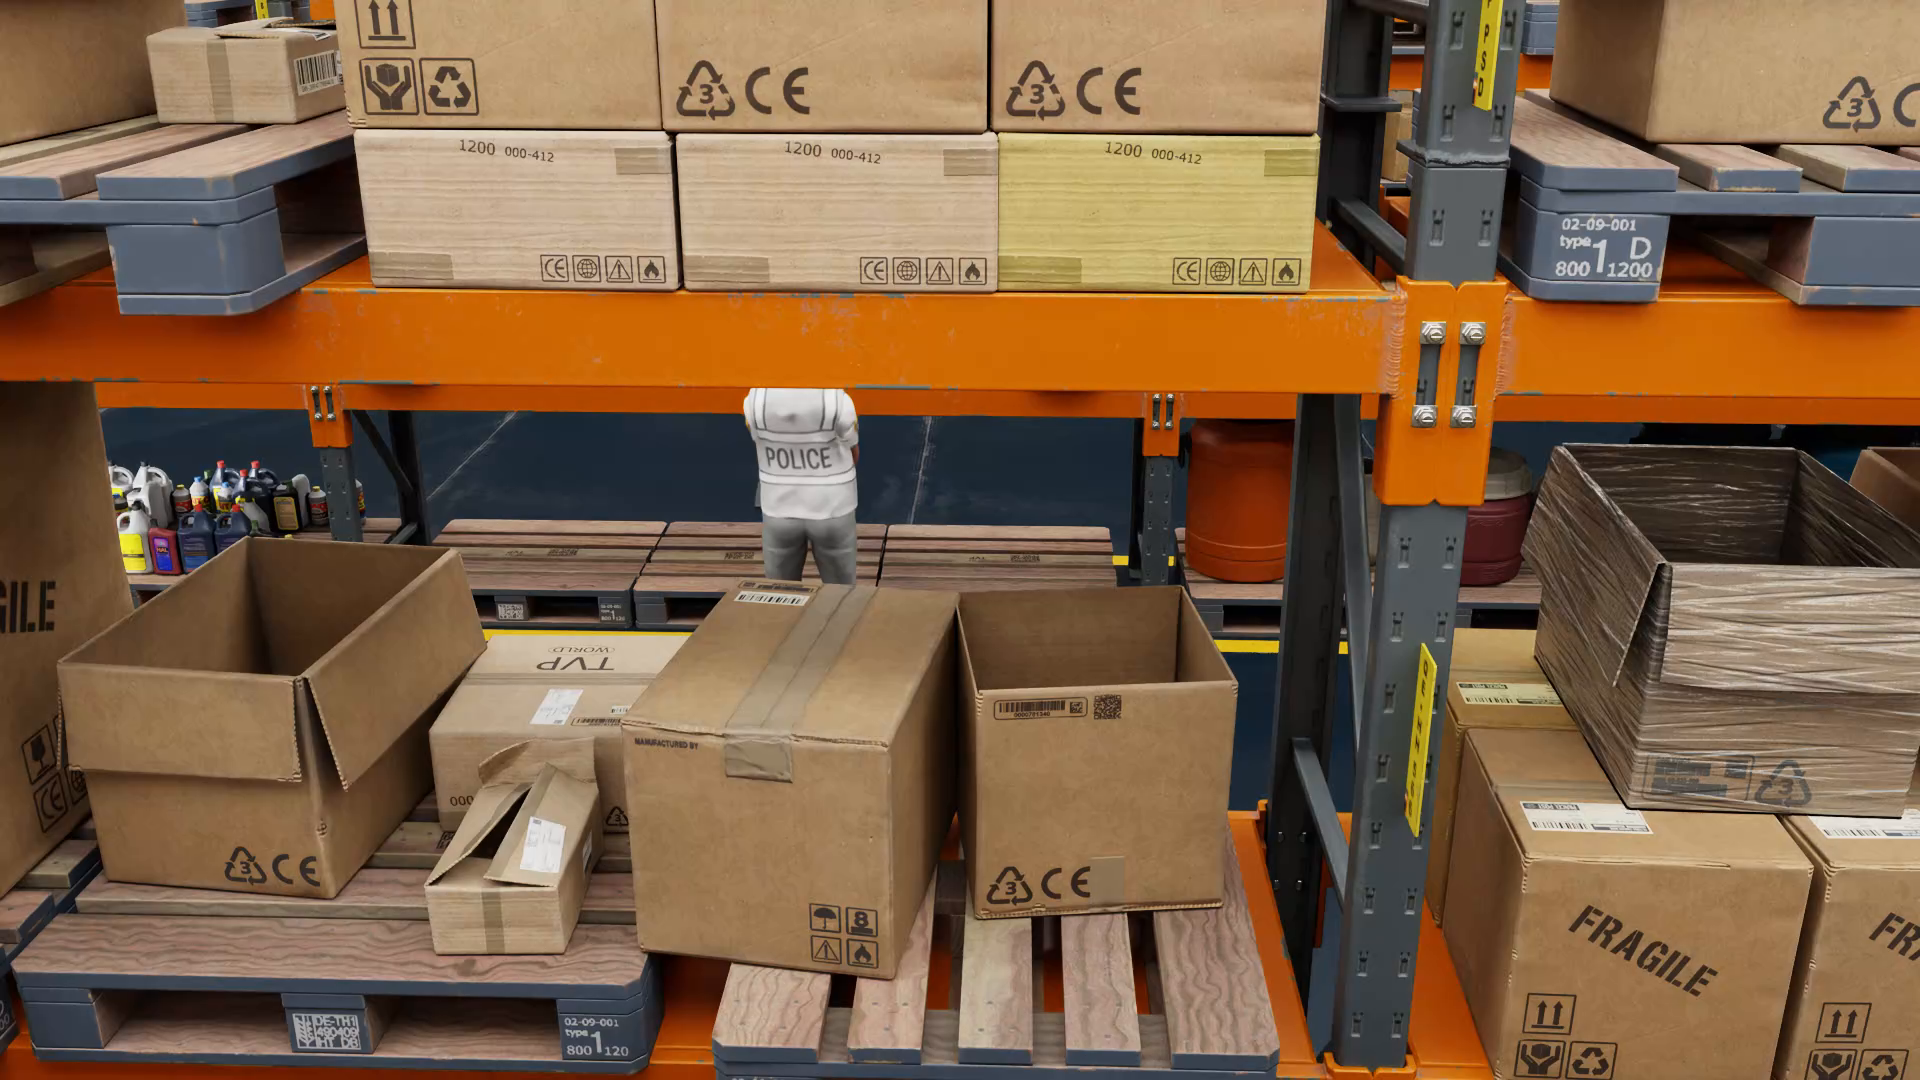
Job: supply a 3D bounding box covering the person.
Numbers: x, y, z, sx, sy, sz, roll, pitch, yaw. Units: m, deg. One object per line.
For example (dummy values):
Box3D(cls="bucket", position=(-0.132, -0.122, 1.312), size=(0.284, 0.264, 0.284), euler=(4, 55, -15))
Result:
Box3D(cls="person", position=(-0.685, -0.163, 7.480), size=(0.494, 1.766, 0.567), euler=(1, 21, 3))
